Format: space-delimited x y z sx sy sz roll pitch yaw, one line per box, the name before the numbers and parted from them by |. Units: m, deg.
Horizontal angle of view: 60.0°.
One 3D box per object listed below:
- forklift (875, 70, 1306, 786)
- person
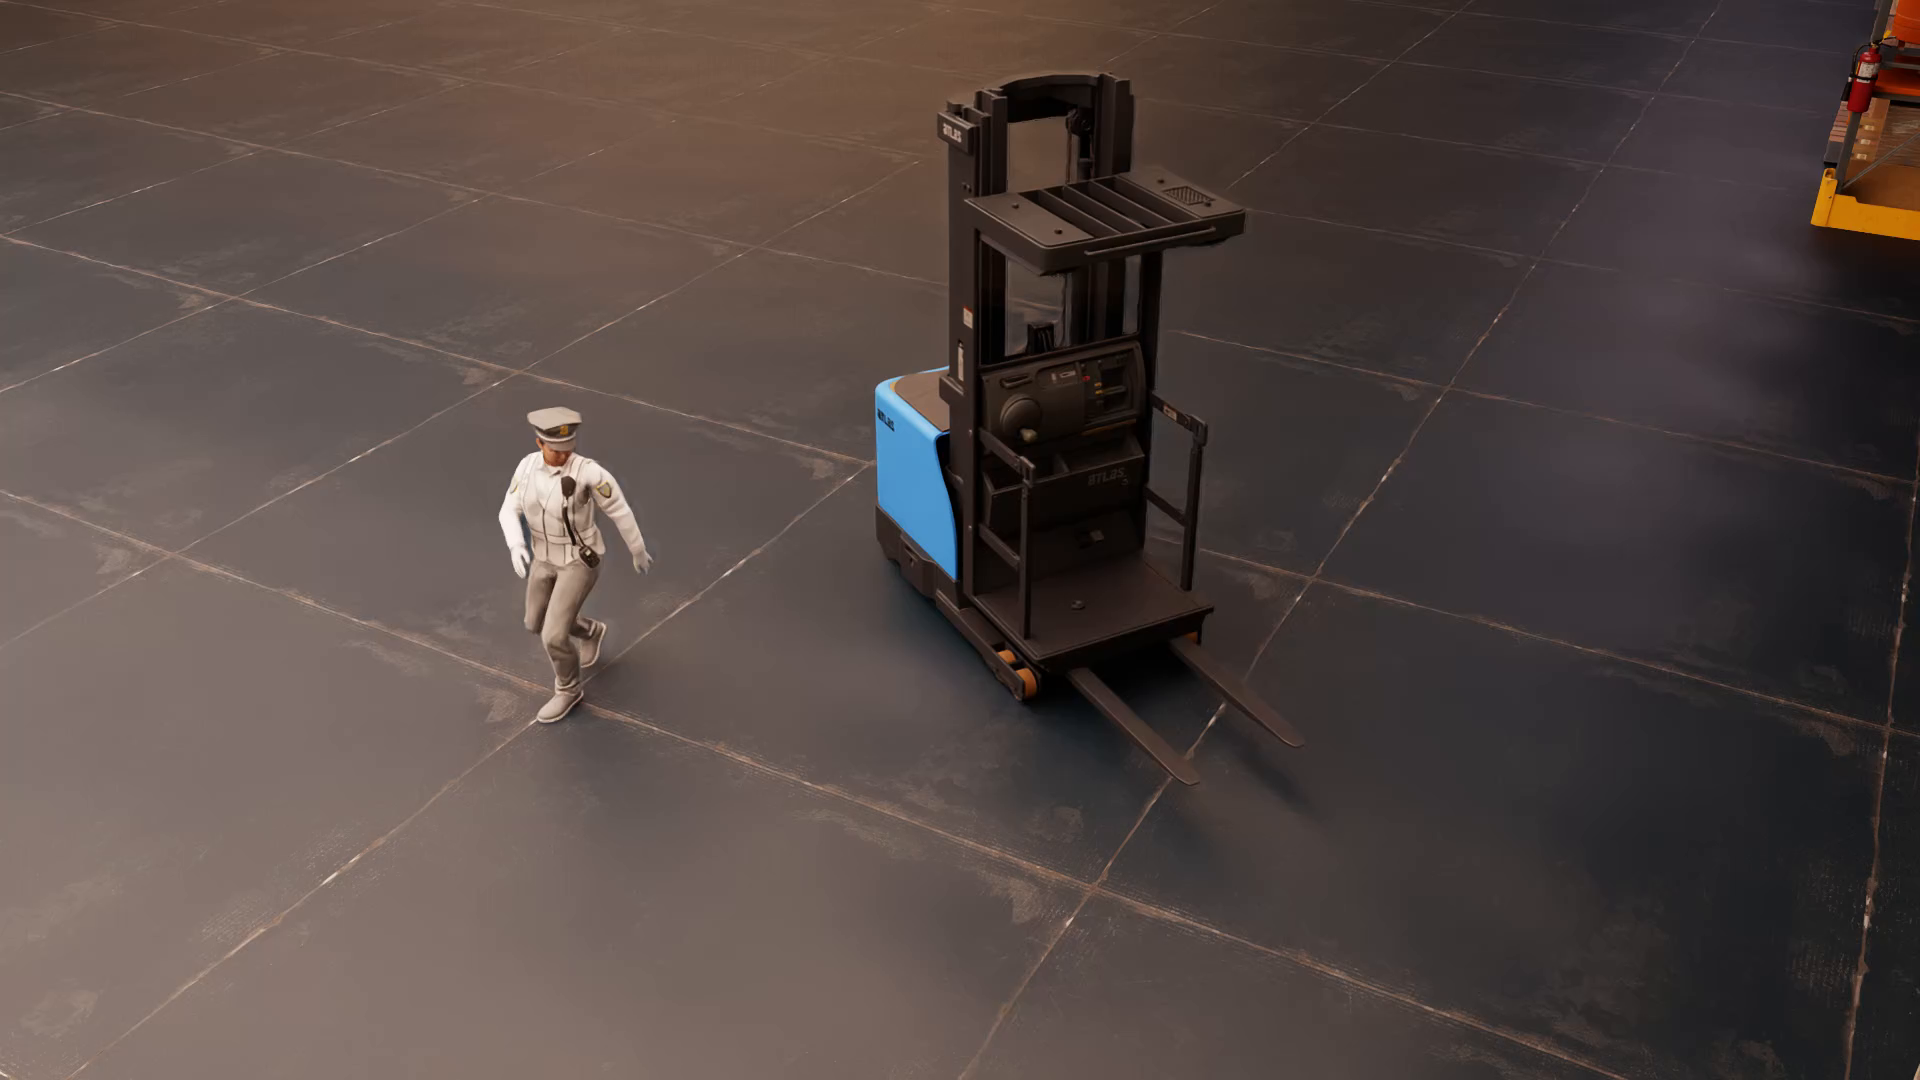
forklift | 0.638 -0.699 8.282 1.130 2.935 3.031 -15 33 -24
person | -1.942 0.106 8.234 0.587 1.605 0.634 19 35 30
